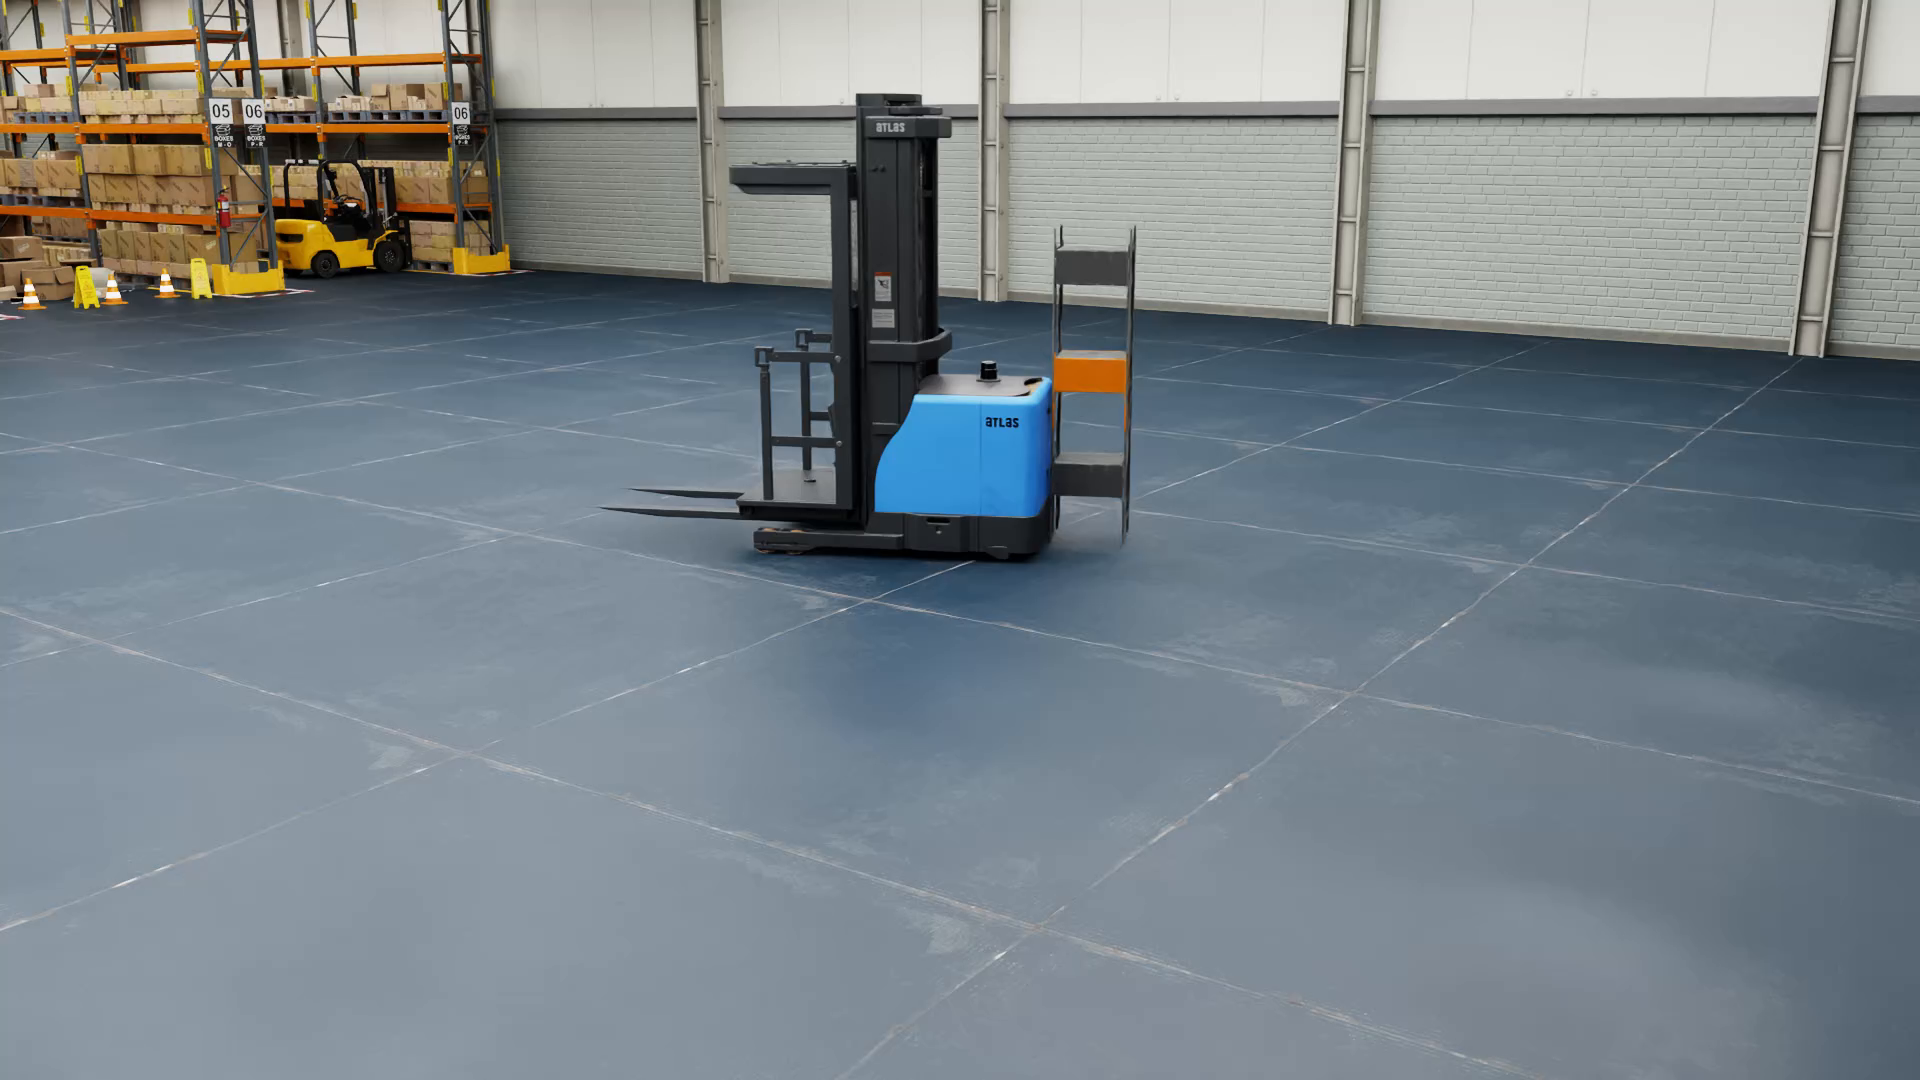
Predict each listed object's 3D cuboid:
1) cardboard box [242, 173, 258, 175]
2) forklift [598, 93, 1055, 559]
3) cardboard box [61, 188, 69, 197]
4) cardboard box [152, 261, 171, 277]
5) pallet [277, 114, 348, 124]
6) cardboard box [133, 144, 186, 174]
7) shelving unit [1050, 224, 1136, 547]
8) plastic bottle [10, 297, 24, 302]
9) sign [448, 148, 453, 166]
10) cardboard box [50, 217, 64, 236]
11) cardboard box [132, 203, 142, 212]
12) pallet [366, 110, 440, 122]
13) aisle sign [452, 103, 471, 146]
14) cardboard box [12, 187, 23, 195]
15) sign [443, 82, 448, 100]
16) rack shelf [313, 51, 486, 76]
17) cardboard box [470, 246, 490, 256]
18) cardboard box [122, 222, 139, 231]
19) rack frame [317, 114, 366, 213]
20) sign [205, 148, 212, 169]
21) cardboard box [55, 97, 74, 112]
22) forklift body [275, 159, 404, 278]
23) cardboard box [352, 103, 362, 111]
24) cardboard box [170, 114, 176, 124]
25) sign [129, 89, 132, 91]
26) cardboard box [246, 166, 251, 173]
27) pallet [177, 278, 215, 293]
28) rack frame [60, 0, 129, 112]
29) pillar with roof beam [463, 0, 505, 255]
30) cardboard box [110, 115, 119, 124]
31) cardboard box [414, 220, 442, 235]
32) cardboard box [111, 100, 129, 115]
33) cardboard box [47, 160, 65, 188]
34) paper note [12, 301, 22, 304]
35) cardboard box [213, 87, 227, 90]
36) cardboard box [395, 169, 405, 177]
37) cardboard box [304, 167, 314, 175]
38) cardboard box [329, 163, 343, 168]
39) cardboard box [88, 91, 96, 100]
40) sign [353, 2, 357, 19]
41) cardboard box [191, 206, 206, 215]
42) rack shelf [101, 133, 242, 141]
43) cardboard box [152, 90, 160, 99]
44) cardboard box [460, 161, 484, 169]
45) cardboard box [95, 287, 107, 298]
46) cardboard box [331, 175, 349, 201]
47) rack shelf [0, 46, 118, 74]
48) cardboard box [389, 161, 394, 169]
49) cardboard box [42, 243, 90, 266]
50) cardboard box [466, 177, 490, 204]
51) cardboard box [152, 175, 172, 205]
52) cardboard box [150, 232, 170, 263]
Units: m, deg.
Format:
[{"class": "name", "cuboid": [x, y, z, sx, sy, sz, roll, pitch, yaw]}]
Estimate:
[{"class": "cardboard box", "cuboid": [-14.911, -7.689, 35.412, 0.500, 0.250, 0.500, 9, 16, 31]}, {"class": "forklift", "cuboid": [-0.910, -1.446, 11.064, 3.031, 2.935, 1.130, 2, 14, 9]}, {"class": "cardboard box", "cuboid": [-16.220, -6.376, 30.488, 0.250, 0.149, 0.380, 9, 16, 31]}, {"class": "cardboard box", "cuboid": [-13.795, -4.769, 29.195, 0.500, 0.250, 0.500, 8, 16, 31]}, {"class": "pallet", "cuboid": [-13.402, -8.711, 34.425, 1.217, 0.209, 0.805, 8, 16, 31]}, {"class": "cardboard box", "cuboid": [-13.890, -6.620, 28.917, 0.500, 0.500, 0.700, 9, 17, 32]}, {"class": "shelving unit", "cuboid": [0.886, -1.029, 11.108, 0.503, 2.100, 0.431, 2, 14, 9]}, {"class": "plastic bottle", "cuboid": [-15.273, -3.895, 26.932, 0.283, 0.061, 0.133, 3, 14, 14]}, {"class": "sign", "cuboid": [-9.658, -7.266, 31.531, 0.005, 0.325, 0.100, 9, 17, 33]}, {"class": "cardboard box", "cuboid": [-21.478, -7.608, 40.144, 0.500, 0.500, 0.700, 10, 17, 35]}, {"class": "cardboard box", "cuboid": [-14.291, -5.840, 29.195, 0.250, 0.149, 0.380, 9, 17, 33]}, {"class": "pallet", "cuboid": [-10.933, -8.372, 32.842, 1.213, 0.211, 1.003, 9, 17, 33]}, {"class": "aisle sign", "cuboid": [-9.453, -7.890, 31.543, 0.004, 0.787, 0.394, 9, 17, 33]}, {"class": "cardboard box", "cuboid": [-17.706, -6.631, 31.517, 0.250, 0.149, 0.380, 10, 17, 36]}, {"class": "sign", "cuboid": [-9.658, -8.436, 31.241, 0.005, 0.325, 0.100, 9, 17, 33]}, {"class": "rack shelf", "cuboid": [-11.003, -9.332, 32.625, 4.000, 0.370, 1.077, 9, 17, 33]}, {"class": "cardboard box", "cuboid": [-9.642, -5.669, 32.831, 0.500, 0.250, 0.500, 9, 17, 33]}, {"class": "cardboard box", "cuboid": [-14.594, -5.559, 29.477, 0.250, 0.149, 0.380, 10, 17, 35]}, {"class": "rack frame", "cuboid": [-12.663, -7.232, 34.295, 0.127, 3.000, 1.000, 9, 17, 33]}, {"class": "sign", "cuboid": [-12.437, -6.313, 27.515, 0.005, 0.325, 0.100, 9, 17, 33]}, {"class": "cardboard box", "cuboid": [-15.996, -7.878, 30.102, 0.500, 0.250, 0.500, 9, 16, 32]}, {"class": "forklift body", "cuboid": [-11.935, -6.174, 31.788, 1.214, 2.155, 2.313, 9, 17, 33]}, {"class": "cardboard box", "cuboid": [-11.822, -8.595, 32.998, 0.250, 0.149, 0.380, 10, 17, 34]}, {"class": "cardboard box", "cuboid": [-13.162, -7.148, 28.236, 0.250, 0.149, 0.380, 9, 17, 33]}, {"class": "sign", "cuboid": [-15.134, -8.058, 30.313, 0.005, 0.325, 0.100, 9, 17, 33]}, {"class": "cardboard box", "cuboid": [-14.983, -7.905, 35.456, 0.250, 0.149, 0.380, 9, 17, 33]}, {"class": "pallet", "cuboid": [-12.828, -4.478, 28.973, 1.213, 0.211, 1.003, 9, 17, 33]}, {"class": "rack frame", "cuboid": [-15.430, -9.154, 29.574, 0.127, 3.000, 1.000, 9, 17, 33]}, {"class": "pillar with roof beam", "cuboid": [-11.821, -9.022, 29.043, 0.400, 9.000, 9.100, 9, 17, 33]}, {"class": "cardboard box", "cuboid": [-14.669, -7.386, 29.198, 0.250, 0.149, 0.380, 10, 17, 34]}, {"class": "cardboard box", "cuboid": [-10.327, -6.117, 32.558, 0.500, 0.250, 0.500, 10, 17, 34]}, {"class": "cardboard box", "cuboid": [-14.376, -7.519, 28.904, 0.500, 0.250, 0.500, 9, 17, 33]}, {"class": "cardboard box", "cuboid": [-16.354, -6.721, 30.530, 0.500, 0.500, 0.500, 9, 17, 33]}, {"class": "paper note", "cuboid": [-15.109, -3.806, 26.637, 0.144, 0.017, 0.142, -10, 17, -35]}, {"class": "cardboard box", "cuboid": [-15.517, -9.379, 35.438, 0.500, 0.500, 0.500, 9, 17, 33]}, {"class": "cardboard box", "cuboid": [-10.866, -7.217, 32.675, 0.250, 0.149, 0.380, 9, 17, 33]}, {"class": "cardboard box", "cuboid": [-13.295, -7.628, 34.336, 0.250, 0.149, 0.380, 9, 16, 32]}, {"class": "cardboard box", "cuboid": [-12.564, -7.638, 33.758, 0.250, 0.149, 0.380, 10, 17, 34]}, {"class": "cardboard box", "cuboid": [-15.119, -7.826, 29.318, 0.250, 0.149, 0.380, 10, 17, 34]}, {"class": "sign", "cuboid": [-12.333, -10.782, 33.876, 0.005, 0.325, 0.100, 9, 17, 33]}, {"class": "cardboard box", "cuboid": [-12.813, -5.603, 28.236, 0.250, 0.149, 0.380, 9, 16, 32]}, {"class": "rack shelf", "cuboid": [-17.642, -9.143, 37.271, 4.000, 0.370, 1.077, 9, 17, 33]}, {"class": "cardboard box", "cuboid": [-13.554, -7.605, 28.421, 0.250, 0.149, 0.380, 9, 16, 31]}, {"class": "cardboard box", "cuboid": [-9.503, -7.291, 32.356, 0.250, 0.149, 0.380, 9, 16, 32]}, {"class": "cardboard box", "cuboid": [-14.325, -4.094, 27.553, 0.380, 0.149, 0.250, -7, 15, -25]}, {"class": "cardboard box", "cuboid": [-12.440, -7.169, 33.832, 0.500, 0.500, 0.500, 9, 16, 31]}, {"class": "rack shelf", "cuboid": [-17.090, -8.879, 30.792, 4.000, 0.370, 1.077, 9, 17, 33]}, {"class": "cardboard box", "cuboid": [-11.035, -7.414, 32.853, 0.250, 0.149, 0.380, 9, 17, 34]}, {"class": "cardboard box", "cuboid": [-17.043, -5.428, 31.604, 0.625, 0.372, 0.950, 10, 17, 35]}, {"class": "cardboard box", "cuboid": [-9.600, -6.866, 32.608, 0.500, 0.500, 0.500, 10, 17, 35]}, {"class": "cardboard box", "cuboid": [-13.541, -6.052, 28.701, 0.500, 0.500, 0.500, 9, 17, 33]}, {"class": "cardboard box", "cuboid": [-13.771, -5.132, 29.101, 0.500, 0.500, 0.500, 9, 16, 32]}]
